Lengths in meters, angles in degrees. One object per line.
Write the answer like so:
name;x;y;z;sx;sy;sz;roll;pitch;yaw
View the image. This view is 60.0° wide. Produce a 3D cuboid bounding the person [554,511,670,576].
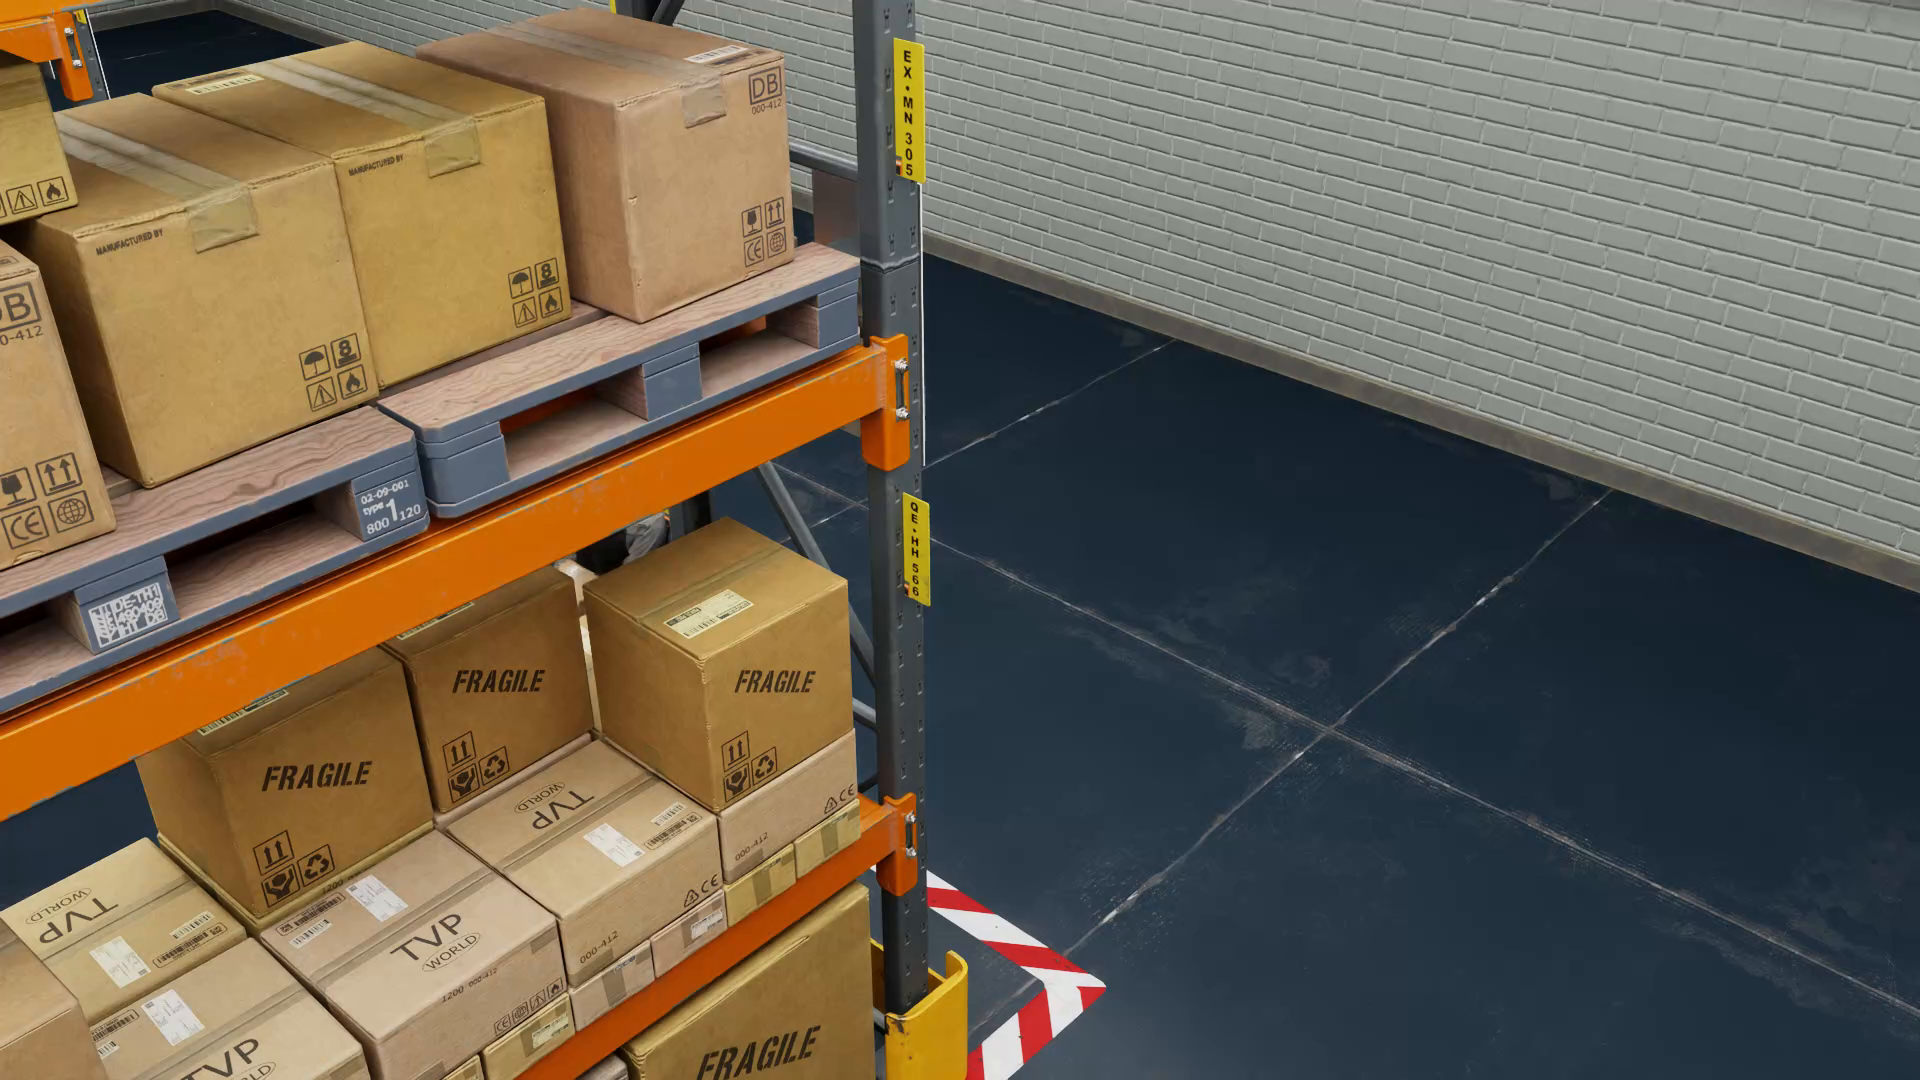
person;-1.370;0.325;6.627;0.495;1.718;0.560;25;39;35
